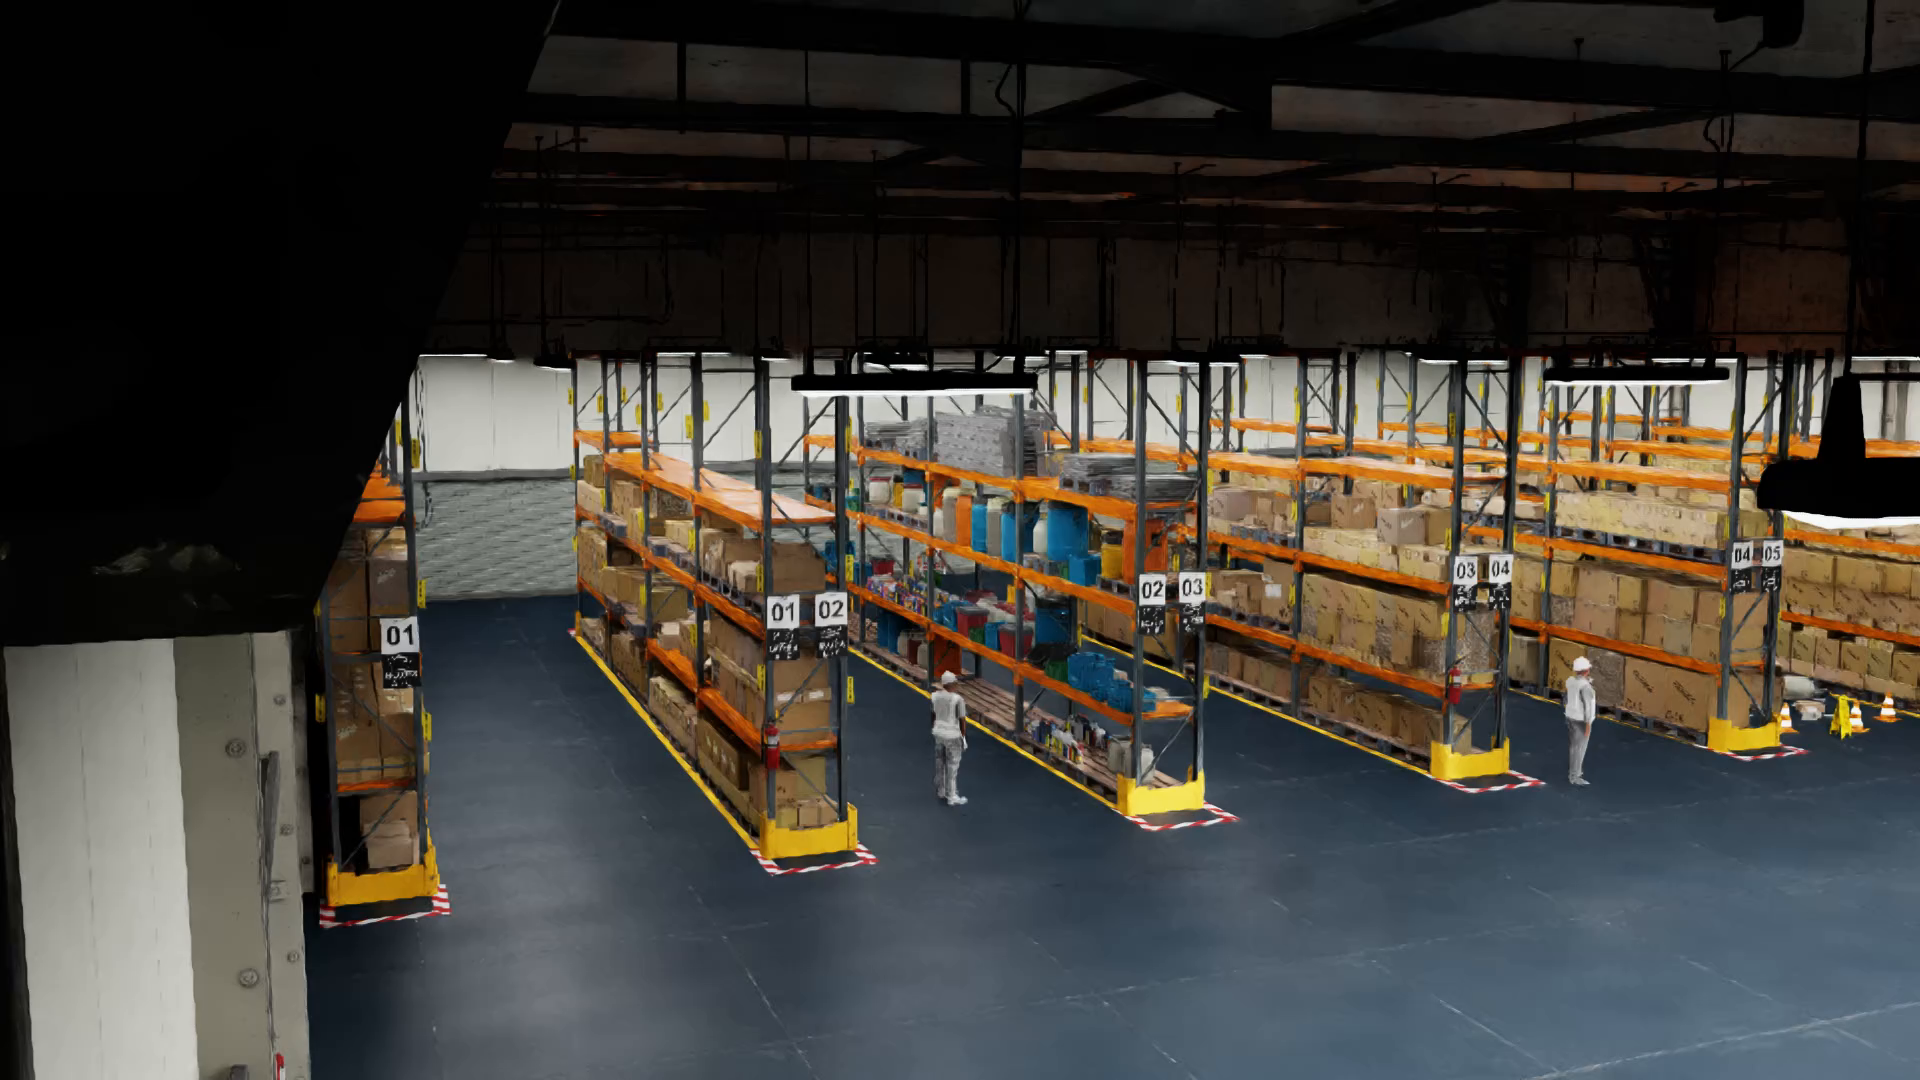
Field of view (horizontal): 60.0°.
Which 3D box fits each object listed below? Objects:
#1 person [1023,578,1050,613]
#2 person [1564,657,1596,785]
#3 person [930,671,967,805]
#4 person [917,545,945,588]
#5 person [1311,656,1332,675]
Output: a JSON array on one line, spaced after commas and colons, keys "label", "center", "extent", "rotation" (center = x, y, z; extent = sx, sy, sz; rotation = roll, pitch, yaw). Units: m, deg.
[{"label": "person", "center": [1.602, 1.142, 34.892], "extent": [0.570, 1.708, 1.041], "rotation": [-2, 7, -12]}, {"label": "person", "center": [8.768, 2.539, 23.456], "extent": [0.449, 1.770, 0.640], "rotation": [-1, 7, -11]}, {"label": "person", "center": [-0.127, 2.644, 22.482], "extent": [0.618, 1.776, 0.457], "rotation": [6, 9, 40]}, {"label": "person", "center": [-0.650, 0.703, 38.419], "extent": [0.677, 1.741, 0.552], "rotation": [-3, 8, -22]}, {"label": "person", "center": [6.622, 1.637, 30.804], "extent": [0.586, 1.723, 0.654], "rotation": [1, 7, 11]}]
